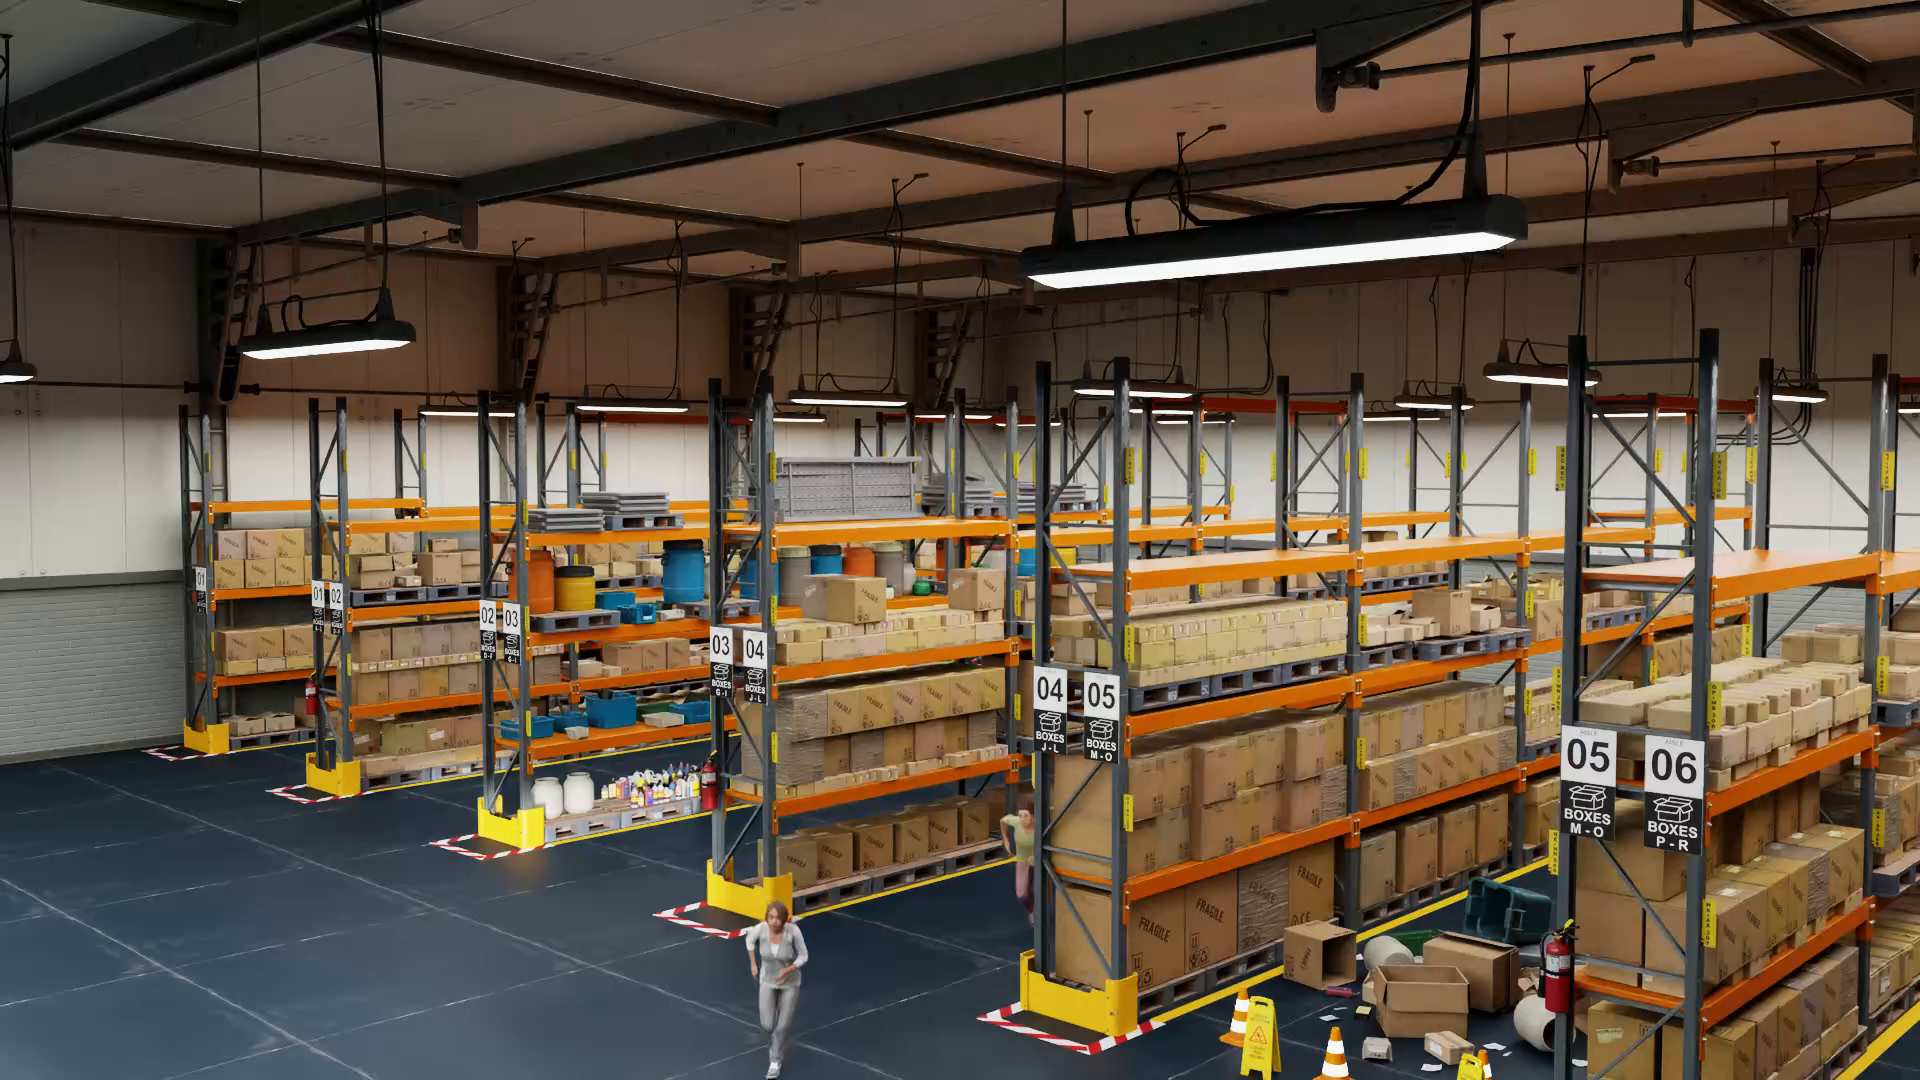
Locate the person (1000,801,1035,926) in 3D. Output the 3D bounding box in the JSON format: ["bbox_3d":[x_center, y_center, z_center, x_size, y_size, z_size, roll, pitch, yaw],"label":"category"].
[{"bbox_3d":[0.713,3.480,17.730,0.607,1.503,0.809,1,3,14],"label":"person"}]

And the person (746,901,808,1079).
[{"bbox_3d":[-1.513,3.693,13.721,0.527,1.528,0.667,0,3,-2],"label":"person"}]

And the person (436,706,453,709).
[{"bbox_3d":[-9.055,2.790,29.233,0.658,1.712,0.637,1,3,19],"label":"person"}]
